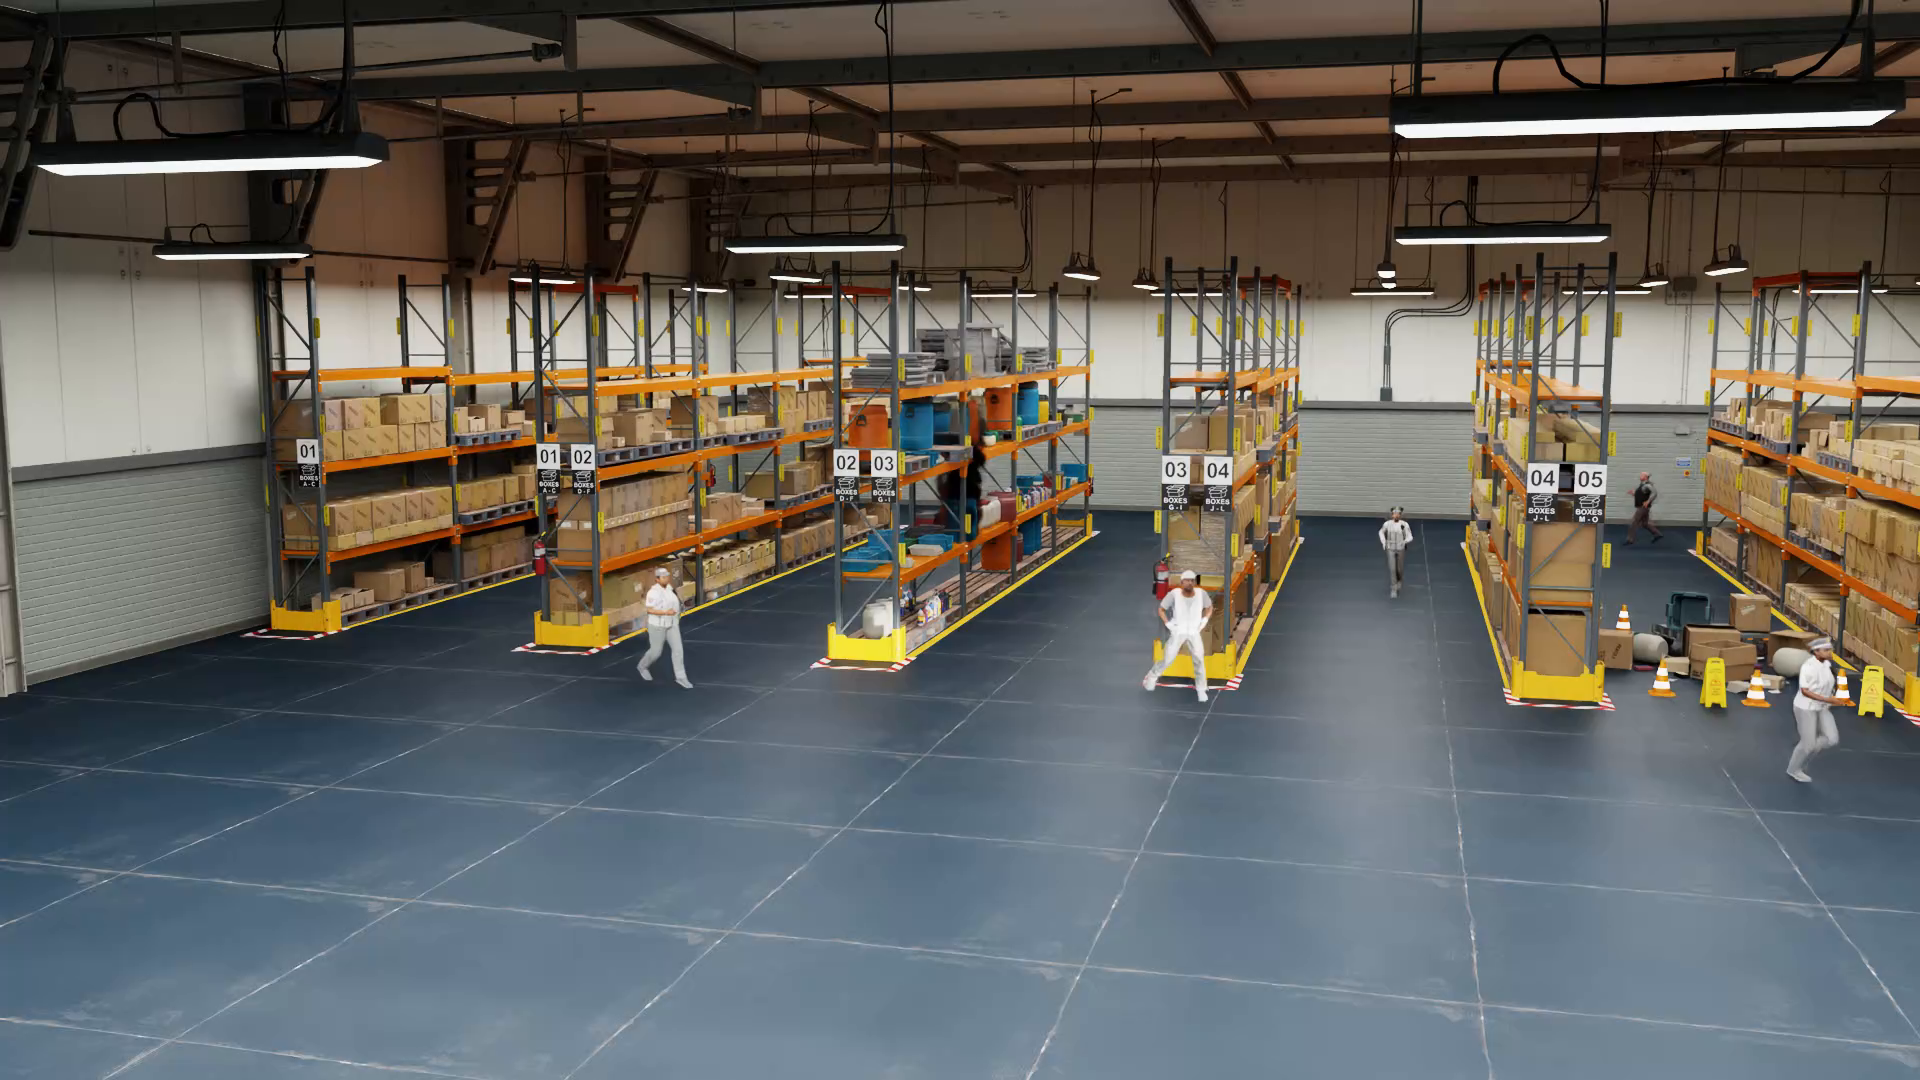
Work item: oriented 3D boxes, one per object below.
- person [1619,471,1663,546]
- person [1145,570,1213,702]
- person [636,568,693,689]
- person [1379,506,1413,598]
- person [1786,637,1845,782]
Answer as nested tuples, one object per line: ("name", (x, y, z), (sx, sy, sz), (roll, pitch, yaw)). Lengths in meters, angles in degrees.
("person", (15.710, -0.726, 38.258), (0.956, 1.716, 0.651), (2, 7, 14))
("person", (3.019, 1.283, 22.652), (0.910, 1.777, 0.754), (-1, 7, -7))
("person", (-4.163, 1.218, 23.279), (0.936, 1.677, 0.611), (5, 9, 37))
("person", (8.211, 0.198, 31.366), (0.620, 1.695, 0.774), (2, 7, 14))
("person", (9.471, 1.869, 18.350), (0.556, 1.663, 0.610), (-3, 8, -26))
